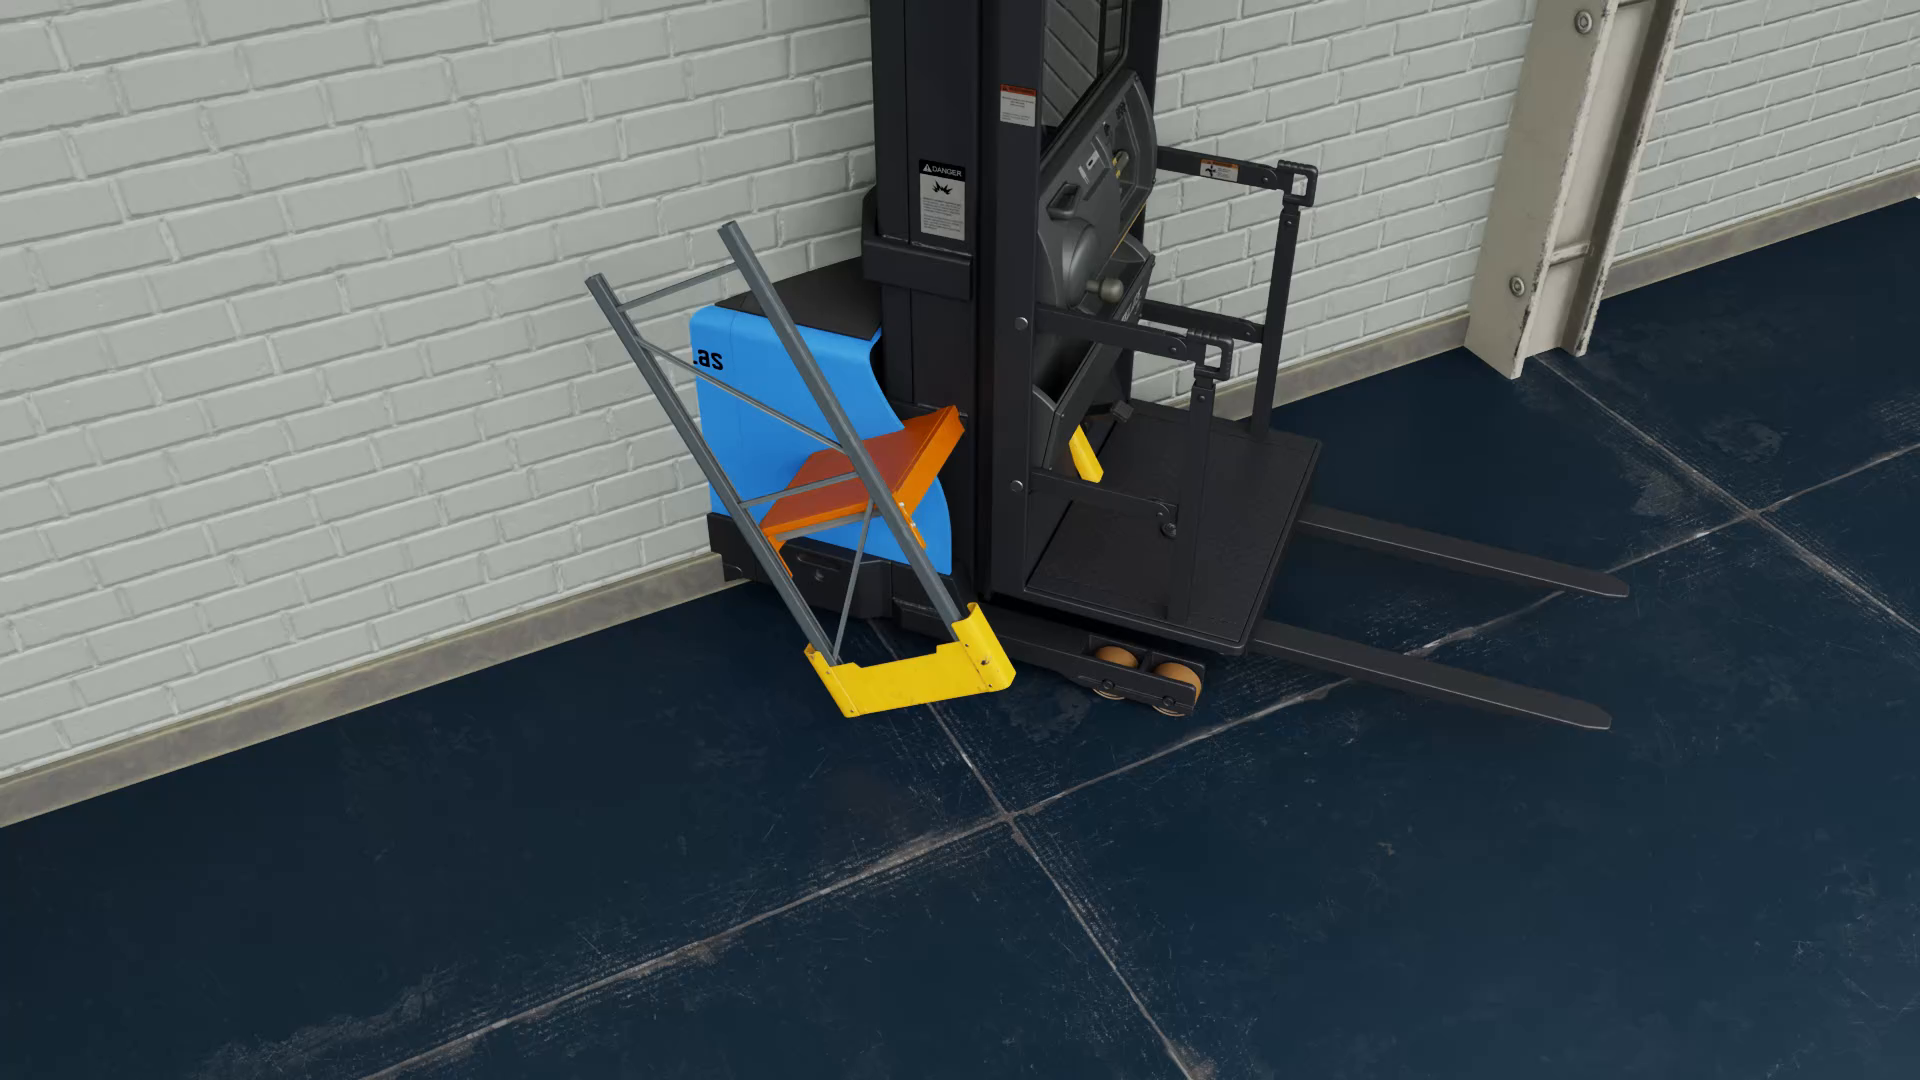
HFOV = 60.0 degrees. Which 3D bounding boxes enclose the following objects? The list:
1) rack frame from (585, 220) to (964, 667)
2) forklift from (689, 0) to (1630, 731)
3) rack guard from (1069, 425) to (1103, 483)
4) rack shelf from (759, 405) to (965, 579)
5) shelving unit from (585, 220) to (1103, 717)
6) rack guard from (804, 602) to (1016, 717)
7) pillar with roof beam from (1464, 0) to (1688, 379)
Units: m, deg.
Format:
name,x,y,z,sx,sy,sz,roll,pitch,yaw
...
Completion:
name,x,y,z,sx,sy,sz,roll,pitch,yaw
rack frame,-0.434,-0.135,4.529,0.500,1.500,0.032,-13,29,31
forklift,0.579,-0.969,4.626,3.031,2.935,1.130,14,42,16
rack guard,0.179,-0.217,5.549,0.587,0.250,0.087,-13,29,31
rack shelf,-0.186,-0.282,4.985,0.538,0.185,1.000,-13,29,31
shelving unit,-0.263,-0.430,4.918,0.587,1.500,1.083,-13,29,31
rack guard,-0.149,0.352,4.800,0.587,0.250,0.087,-13,29,31
pillar with roof beam,4.240,-1.741,0.841,0.400,9.000,9.100,-19,44,-21
